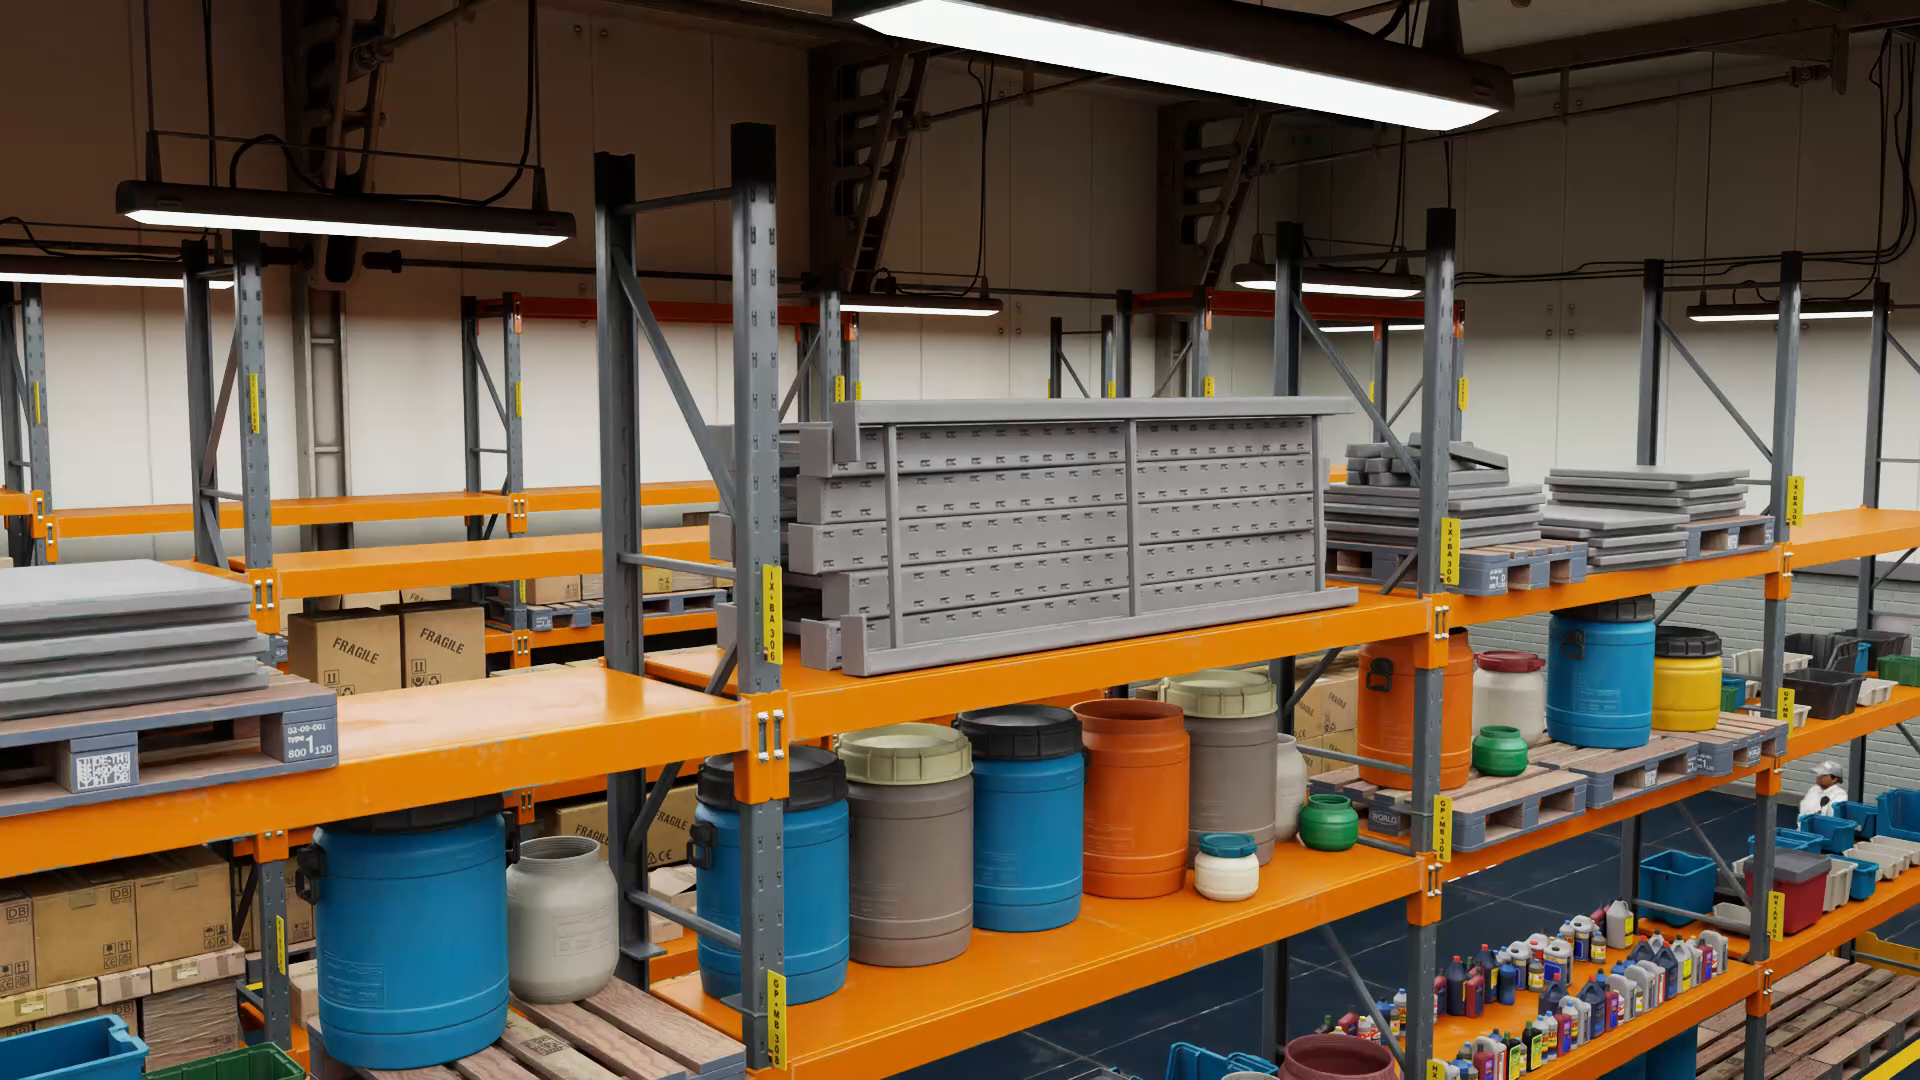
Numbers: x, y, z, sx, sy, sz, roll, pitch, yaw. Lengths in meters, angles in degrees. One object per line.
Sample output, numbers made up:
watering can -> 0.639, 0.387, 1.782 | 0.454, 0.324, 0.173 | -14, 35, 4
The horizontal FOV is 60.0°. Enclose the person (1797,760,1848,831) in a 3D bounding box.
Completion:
person -> 8.054, 2.869, 15.506 | 0.568, 1.657, 0.482 | -2, 6, -22
